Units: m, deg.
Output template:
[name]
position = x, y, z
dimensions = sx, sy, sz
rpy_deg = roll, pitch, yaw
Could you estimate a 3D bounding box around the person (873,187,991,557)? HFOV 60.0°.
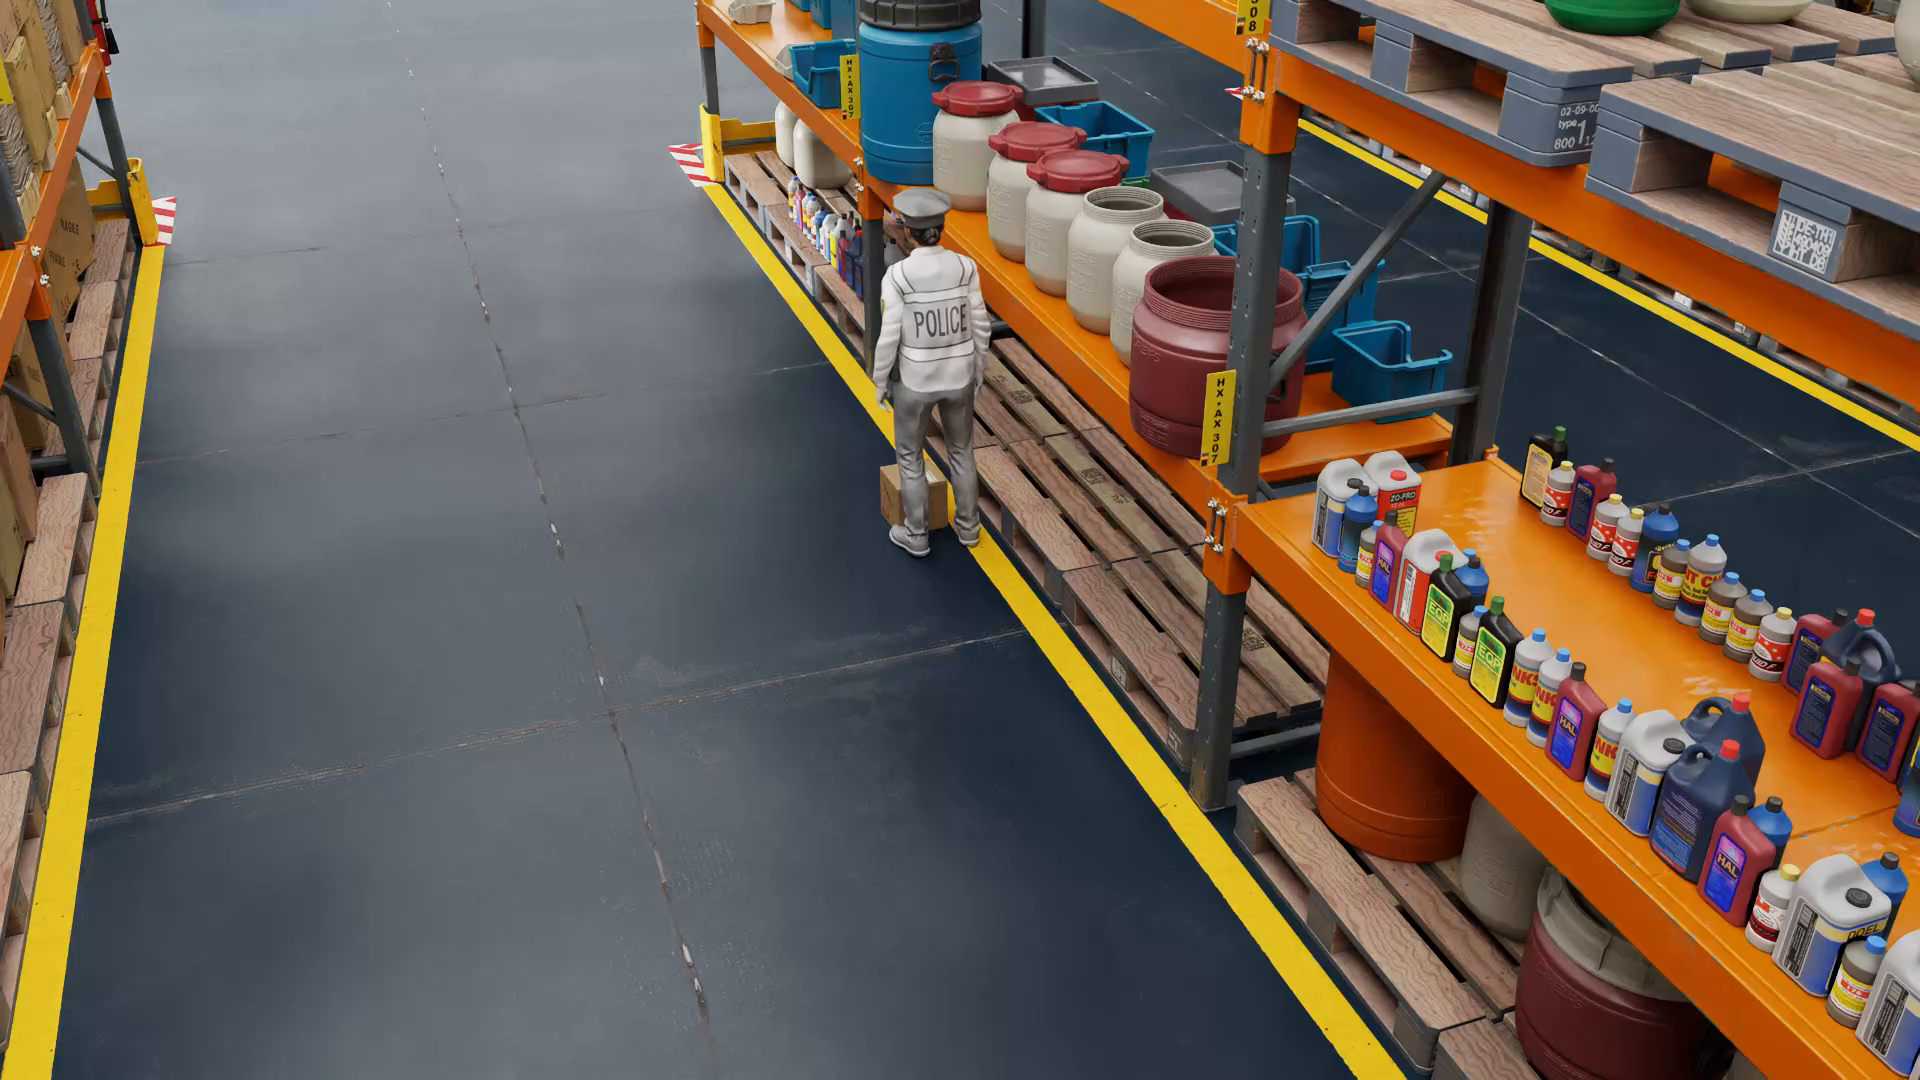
[person]
position = -0.125, -0.706, 7.346
dimensions = 0.529, 1.664, 0.371
rpy_deg = -10, 32, -17
